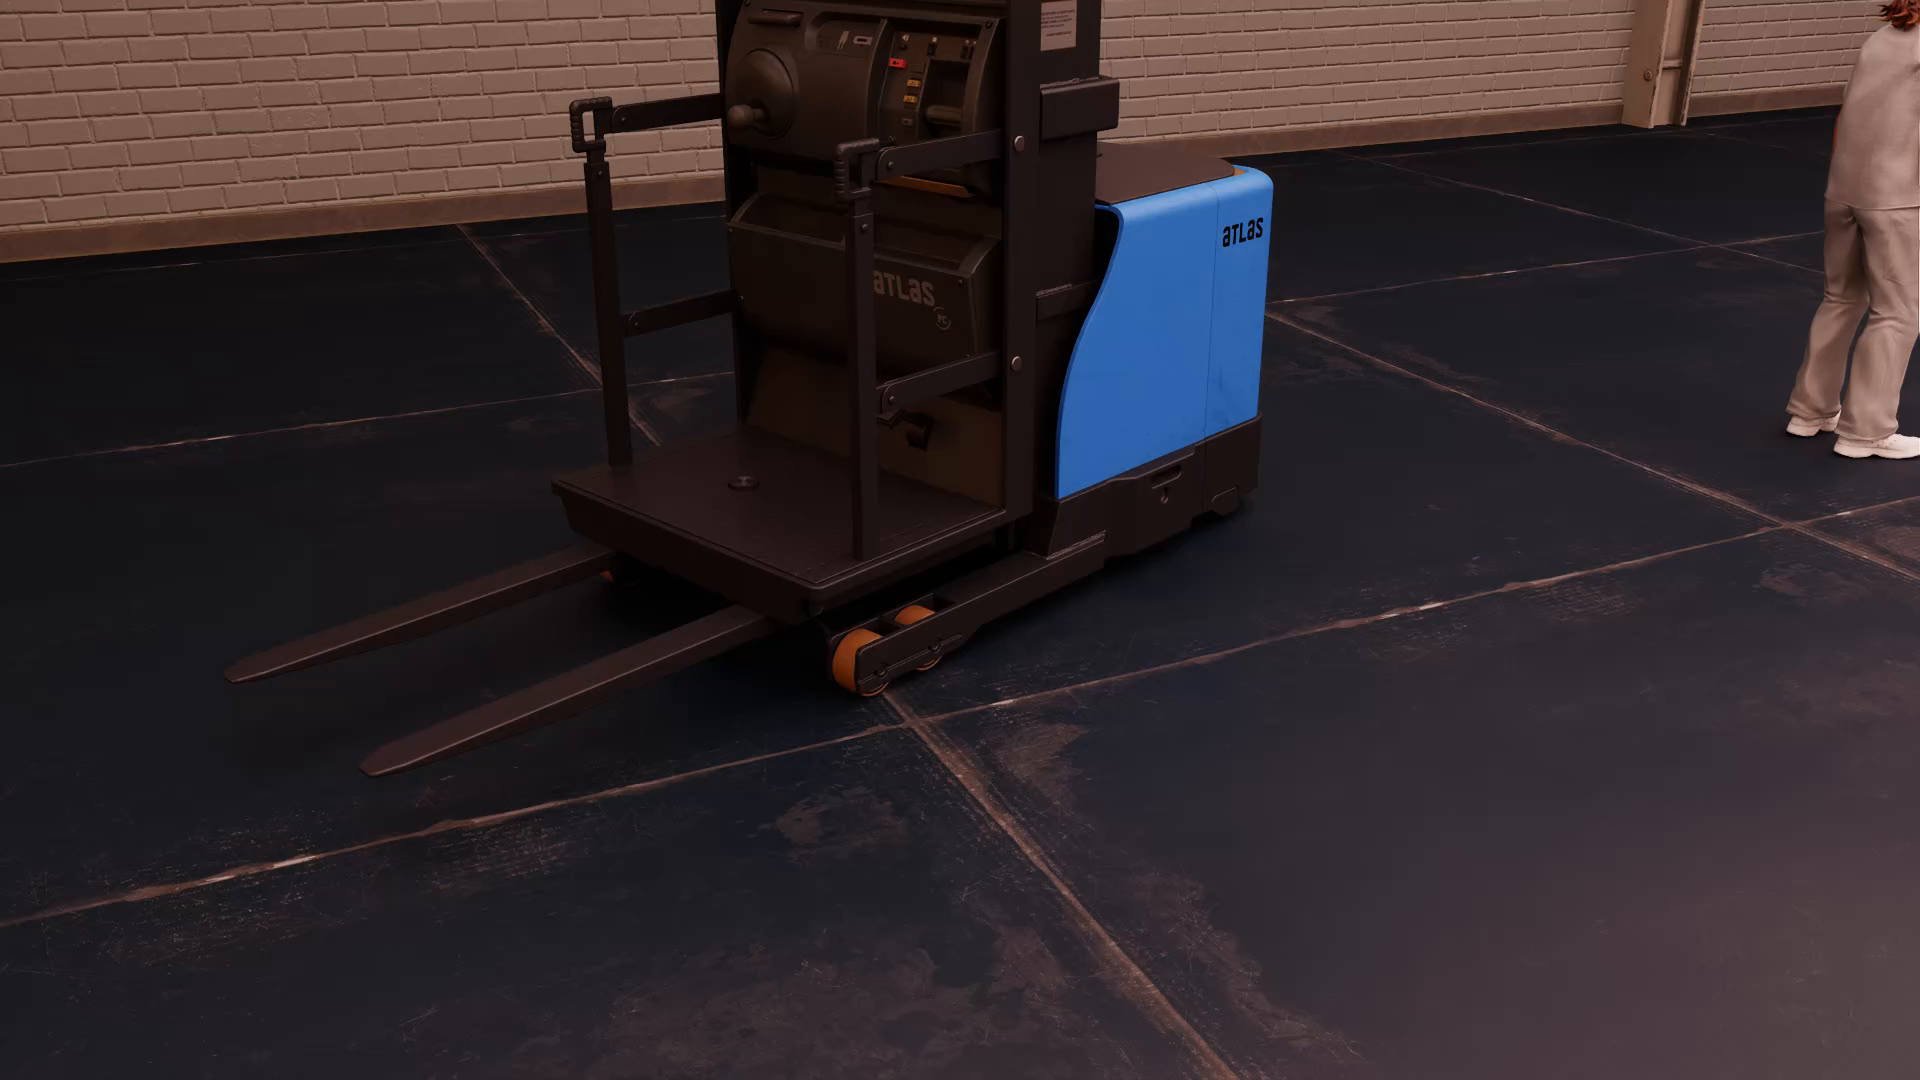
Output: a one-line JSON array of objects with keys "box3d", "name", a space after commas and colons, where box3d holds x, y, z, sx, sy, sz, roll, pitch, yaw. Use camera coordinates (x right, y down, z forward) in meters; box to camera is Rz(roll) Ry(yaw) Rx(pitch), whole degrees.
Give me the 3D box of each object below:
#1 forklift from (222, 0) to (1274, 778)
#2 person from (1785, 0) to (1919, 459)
[{"box3d": [-0.413, -1.182, 4.131, 1.130, 2.935, 3.031, 19, 29, 39], "name": "forklift"}, {"box3d": [3.147, -1.132, 5.651, 0.354, 1.673, 0.489, -6, 23, -14], "name": "person"}]
